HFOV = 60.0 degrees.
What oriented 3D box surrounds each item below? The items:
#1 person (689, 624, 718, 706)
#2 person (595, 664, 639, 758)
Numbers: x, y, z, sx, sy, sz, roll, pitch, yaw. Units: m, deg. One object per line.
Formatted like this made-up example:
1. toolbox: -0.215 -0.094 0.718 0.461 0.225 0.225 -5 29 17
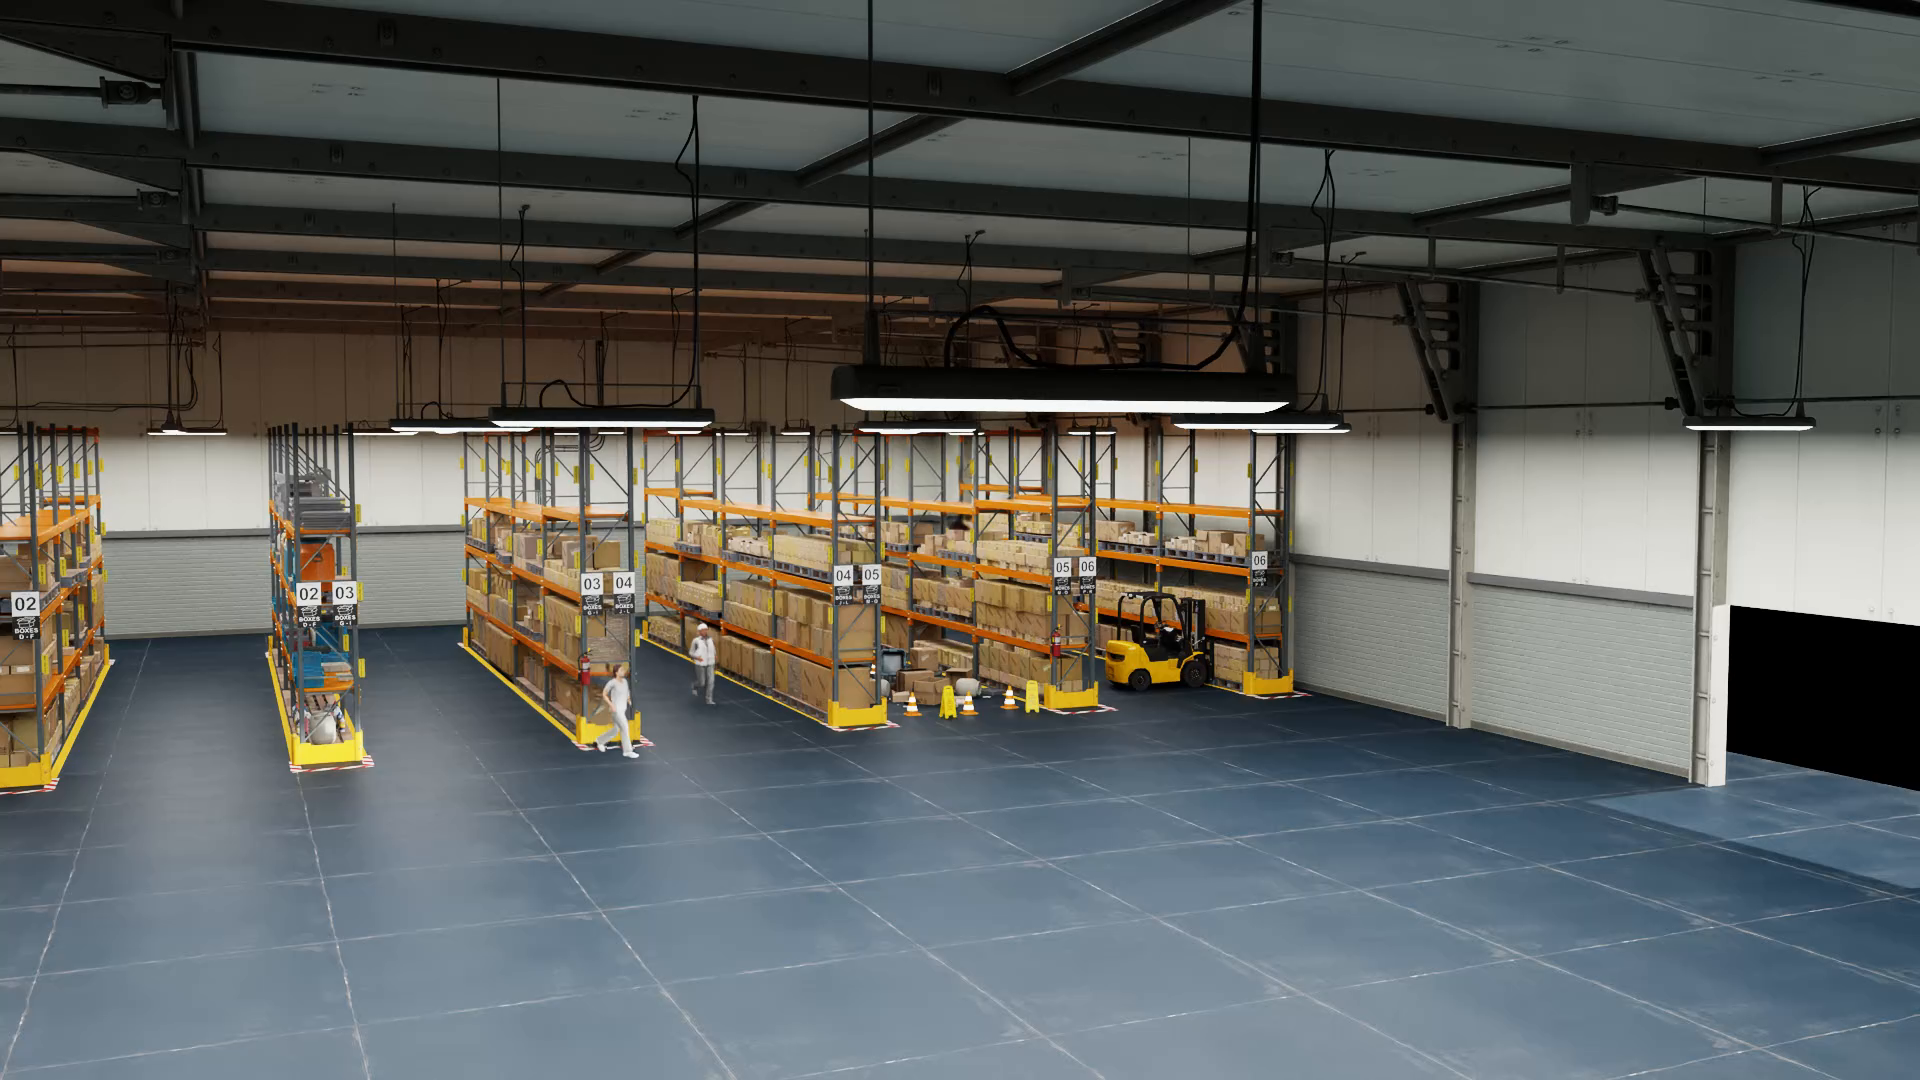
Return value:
1. person: -5.498 2.670 35.834 0.677 1.742 0.896 -2 4 -33
2. person: -6.143 3.045 29.839 0.925 1.653 0.566 1 4 22
